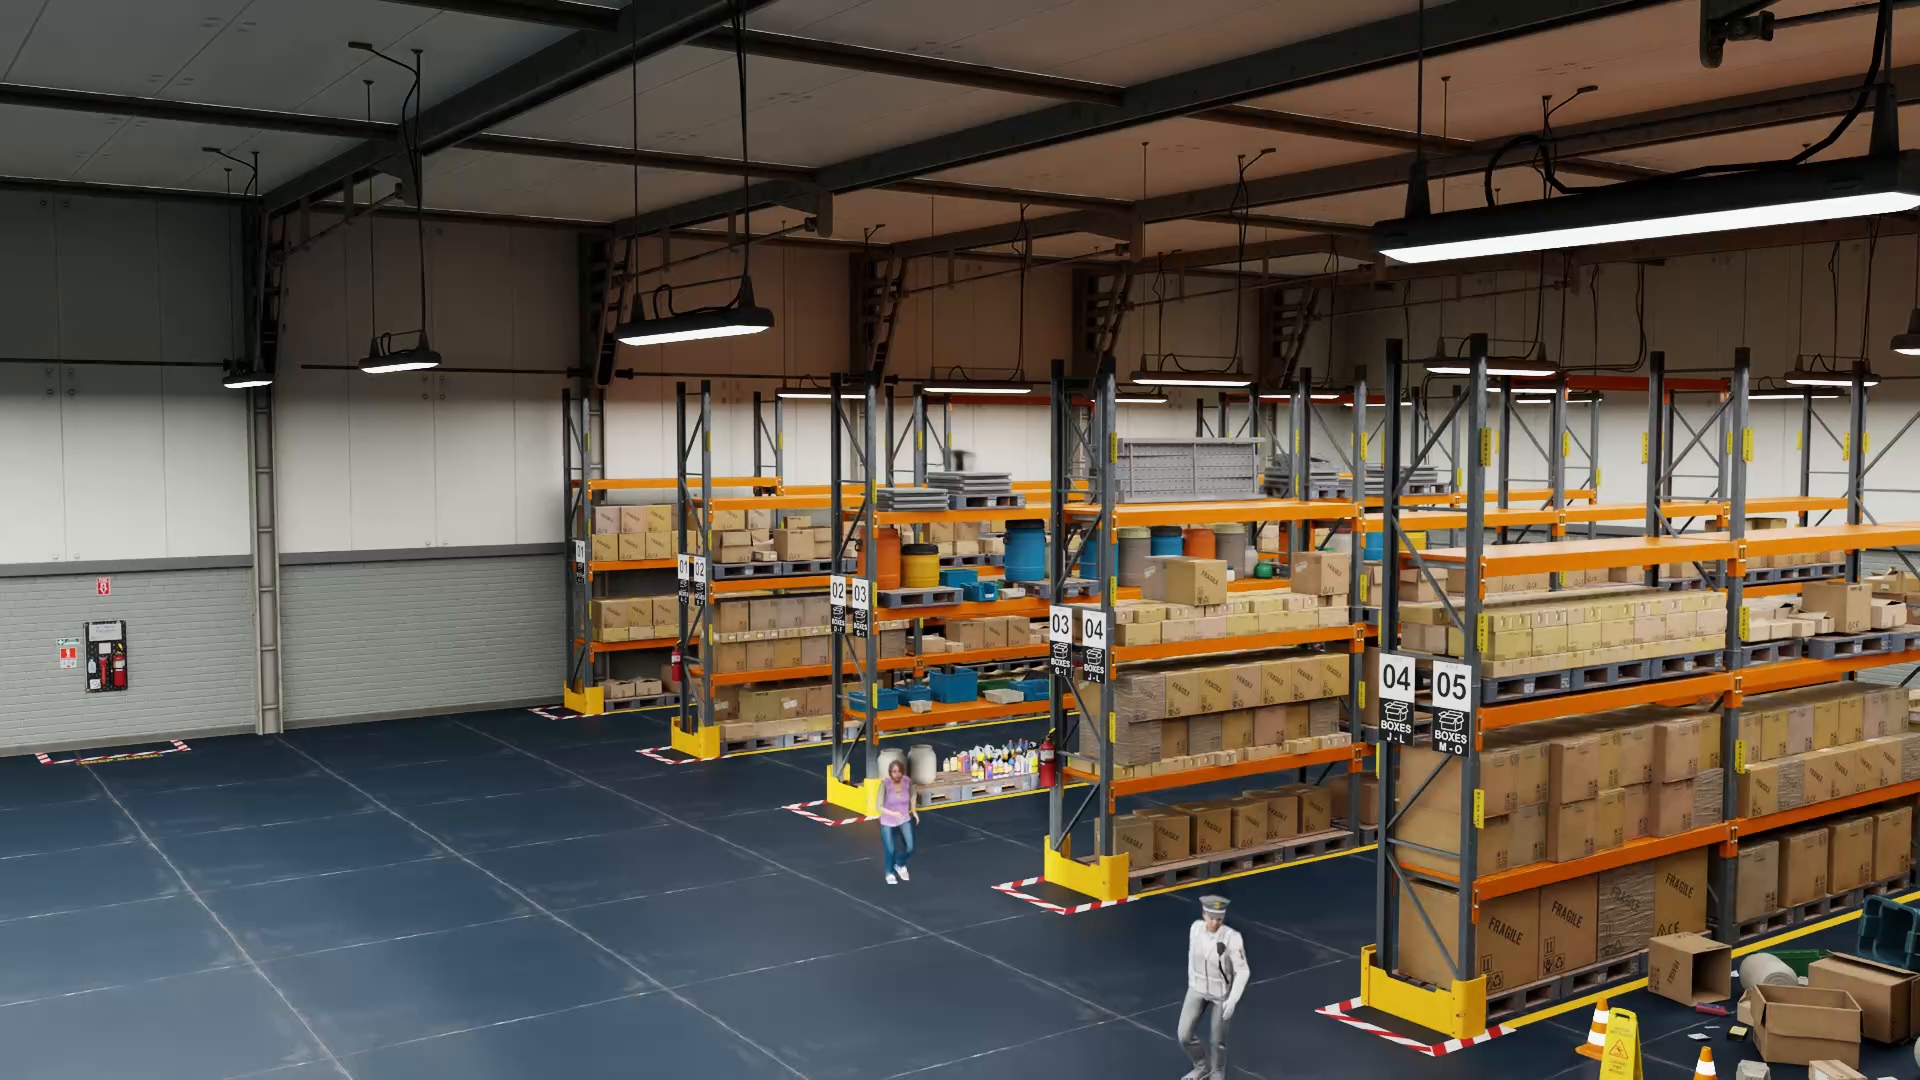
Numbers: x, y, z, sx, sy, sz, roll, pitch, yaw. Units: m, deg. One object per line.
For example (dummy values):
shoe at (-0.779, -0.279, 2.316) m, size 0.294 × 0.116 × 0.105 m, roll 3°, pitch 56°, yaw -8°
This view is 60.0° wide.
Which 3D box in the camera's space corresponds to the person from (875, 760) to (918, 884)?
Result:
person at (-0.711, 3.227, 18.840) m, size 0.536 × 1.453 × 0.777 m, roll -1°, pitch 4°, yaw -14°

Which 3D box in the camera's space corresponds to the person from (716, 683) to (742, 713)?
person at (-4.160, 2.448, 29.766) m, size 0.692 × 1.664 × 0.809 m, roll 0°, pitch 4°, yaw -1°

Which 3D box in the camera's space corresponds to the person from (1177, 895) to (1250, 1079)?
person at (1.984, 3.519, 12.911) m, size 0.587 × 1.604 × 0.694 m, roll 2°, pitch 4°, yaw 26°

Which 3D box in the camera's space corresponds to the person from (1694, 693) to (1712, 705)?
person at (10.206, 2.812, 22.824) m, size 0.808 × 1.729 × 0.657 m, roll -2°, pitch 4°, yaw -23°
